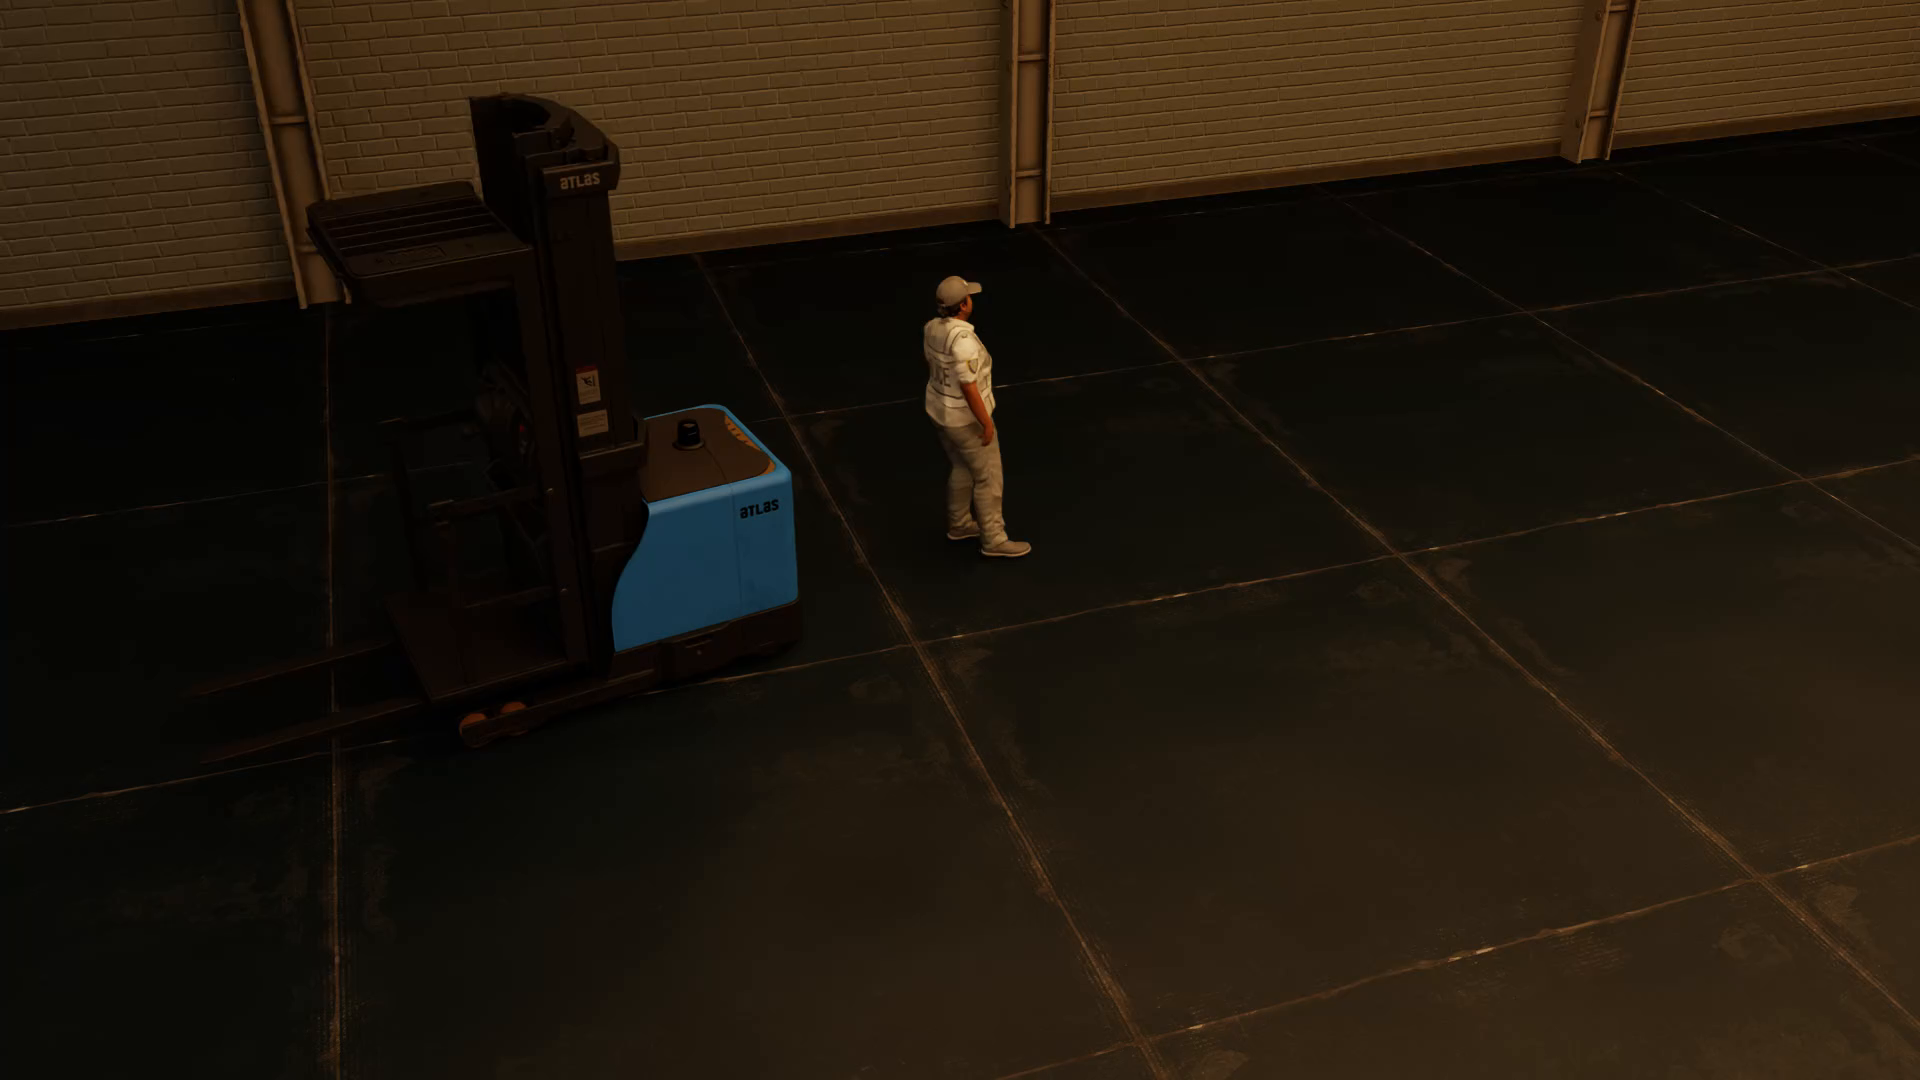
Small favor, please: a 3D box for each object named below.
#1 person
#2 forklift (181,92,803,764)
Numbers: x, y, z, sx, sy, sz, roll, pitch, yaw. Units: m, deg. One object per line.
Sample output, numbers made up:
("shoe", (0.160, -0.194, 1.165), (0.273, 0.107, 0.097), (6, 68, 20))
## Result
("person", (0.078, -0.726, 9.623), (0.486, 1.669, 0.641), (-15, 33, -24))
("forklift", (-2.389, -0.545, 8.034), (3.031, 2.935, 1.130), (-16, 33, -25))
